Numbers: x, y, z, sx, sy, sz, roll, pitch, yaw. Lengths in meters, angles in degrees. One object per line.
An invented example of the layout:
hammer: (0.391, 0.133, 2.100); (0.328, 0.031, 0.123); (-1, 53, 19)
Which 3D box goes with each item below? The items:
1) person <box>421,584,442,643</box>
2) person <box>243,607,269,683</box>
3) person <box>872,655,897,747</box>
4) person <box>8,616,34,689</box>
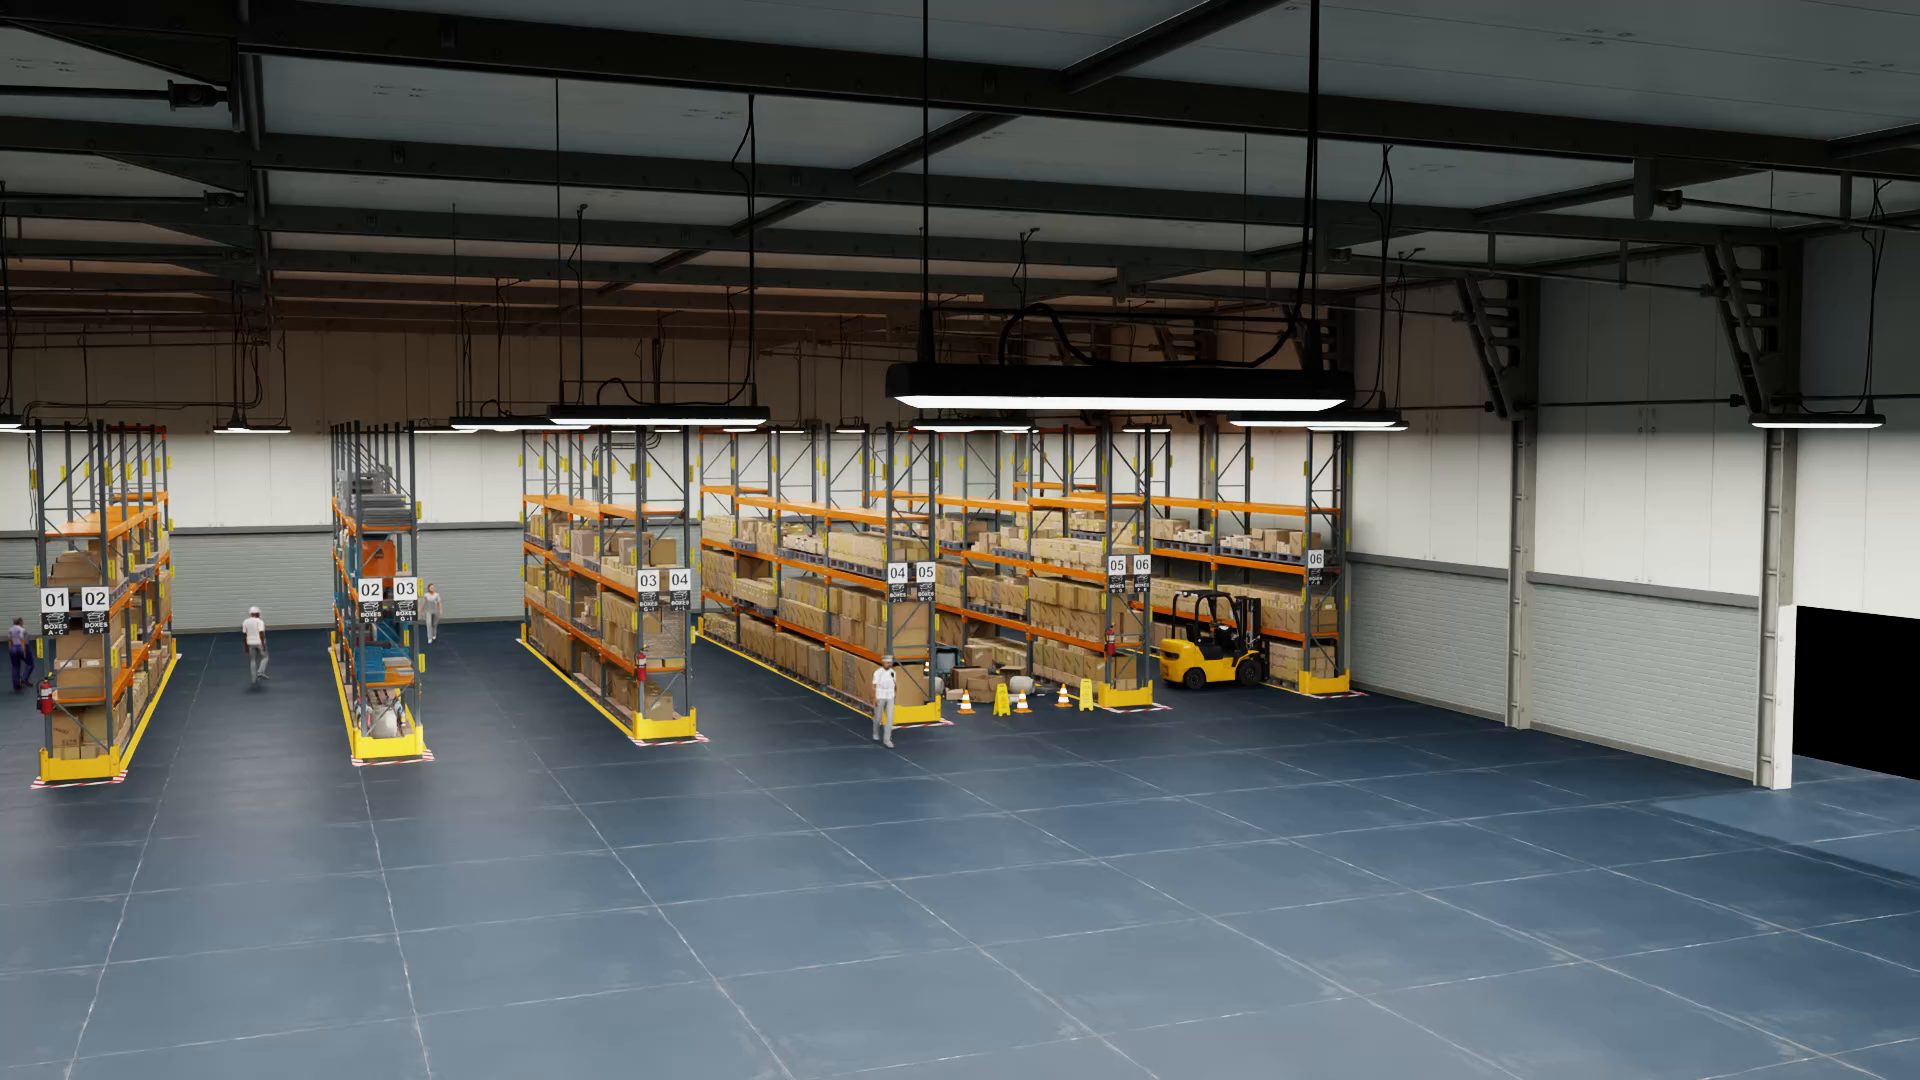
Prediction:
person: (-14.672, 2.015, 46.188); (0.547, 1.605, 1.064); (-1, 4, -19)
person: (-16.344, 2.426, 38.577); (0.589, 1.751, 0.487); (0, 4, -8)
person: (-1.397, 2.979, 30.957); (0.538, 1.659, 0.764); (-2, 4, -26)
person: (-21.267, 2.547, 37.613); (0.535, 1.635, 0.459); (0, 4, -8)
